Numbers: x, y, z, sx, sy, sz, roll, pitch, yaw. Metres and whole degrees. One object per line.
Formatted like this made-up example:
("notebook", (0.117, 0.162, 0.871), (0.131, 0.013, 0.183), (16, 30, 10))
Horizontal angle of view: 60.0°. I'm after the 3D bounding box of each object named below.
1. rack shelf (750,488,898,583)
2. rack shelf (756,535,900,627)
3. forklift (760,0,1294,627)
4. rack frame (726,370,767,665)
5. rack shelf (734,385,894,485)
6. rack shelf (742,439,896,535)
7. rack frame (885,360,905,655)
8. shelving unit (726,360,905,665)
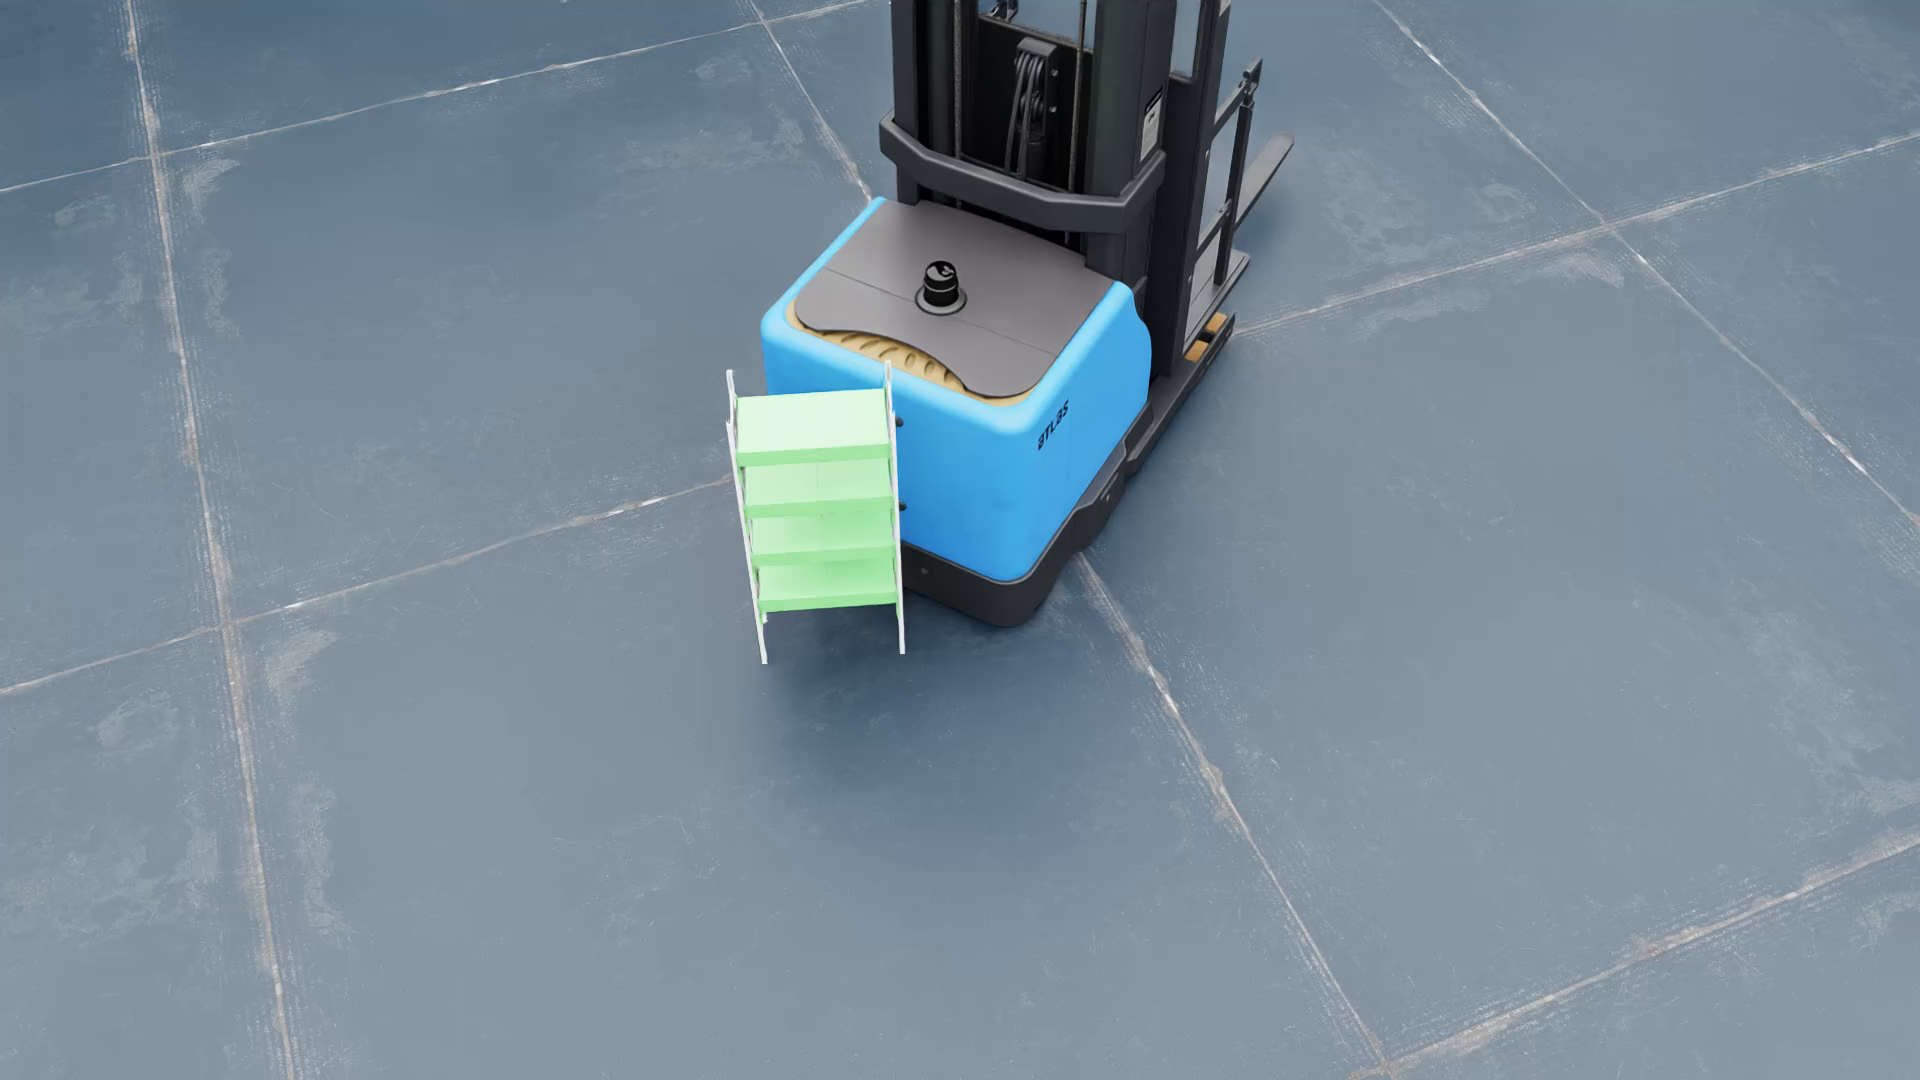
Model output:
("rack shelf", (-0.457, -0.016, 5.557), (0.480, 0.148, 0.258), (-4, 49, -3))
("rack shelf", (-0.457, 0.140, 5.739), (0.480, 0.148, 0.258), (-4, 49, -3))
("forklift", (0.483, -1.767, 5.836), (1.130, 2.935, 3.031), (23, 53, 19))
("rack frame", (-0.700, -0.041, 5.495), (0.015, 1.200, 0.240), (-4, 49, -3))
("rack shelf", (-0.457, -0.329, 5.193), (0.480, 0.148, 0.258), (-4, 49, -3))
("rack shelf", (-0.457, -0.173, 5.375), (0.480, 0.148, 0.258), (-4, 49, -3))
("rack frame", (-0.214, -0.074, 5.523), (0.015, 1.200, 0.240), (-4, 49, -3))
("shelving unit", (-0.457, -0.058, 5.509), (0.503, 1.200, 0.258), (-4, 49, -3))
